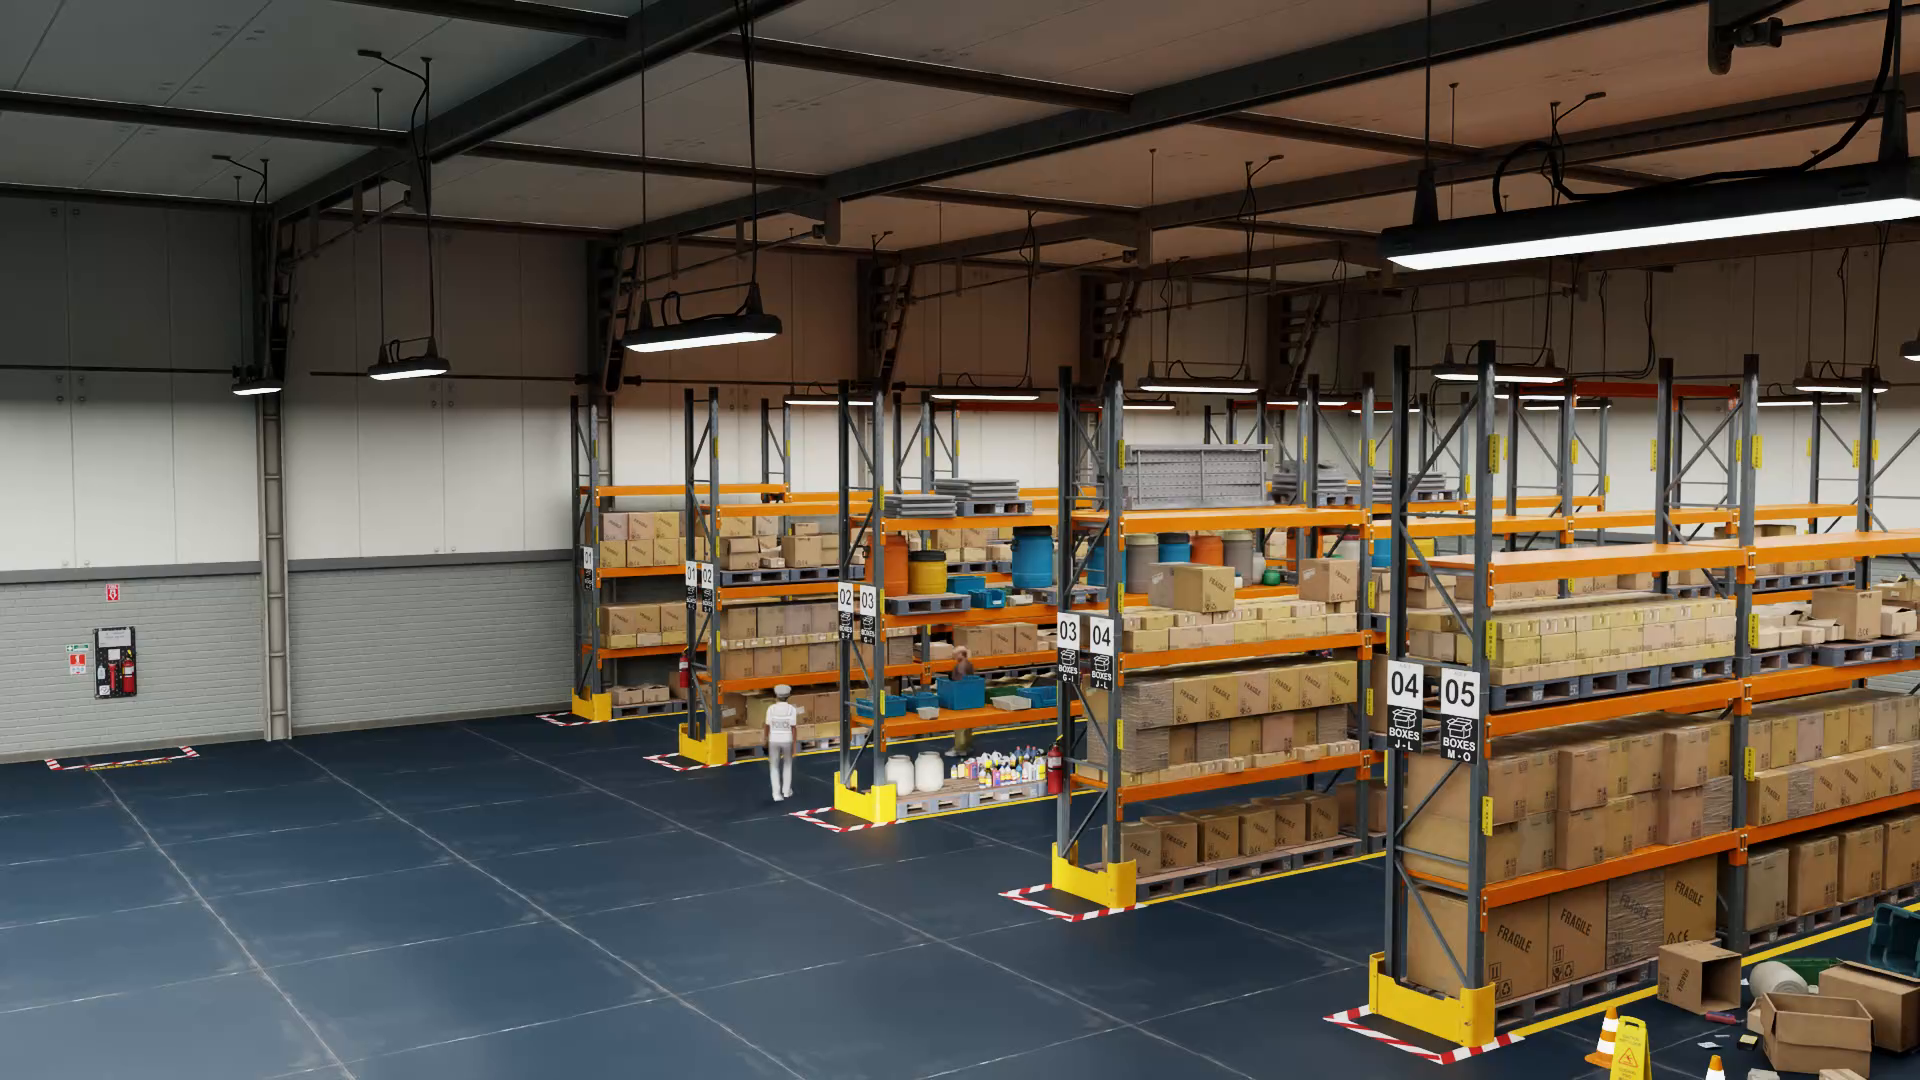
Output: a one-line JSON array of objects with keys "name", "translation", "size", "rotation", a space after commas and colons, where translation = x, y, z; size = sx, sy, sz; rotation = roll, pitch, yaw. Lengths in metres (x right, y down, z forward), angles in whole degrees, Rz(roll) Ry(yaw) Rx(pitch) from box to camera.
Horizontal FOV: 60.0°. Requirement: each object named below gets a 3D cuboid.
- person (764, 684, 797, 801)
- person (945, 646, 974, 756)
[{"name": "person", "translation": [-2.567, 2.896, 23.780], "size": [0.466, 1.651, 0.875], "rotation": [0, 3, -6]}, {"name": "person", "translation": [0.019, 2.628, 27.325], "size": [0.419, 1.776, 0.640], "rotation": [1, 4, 20]}]
